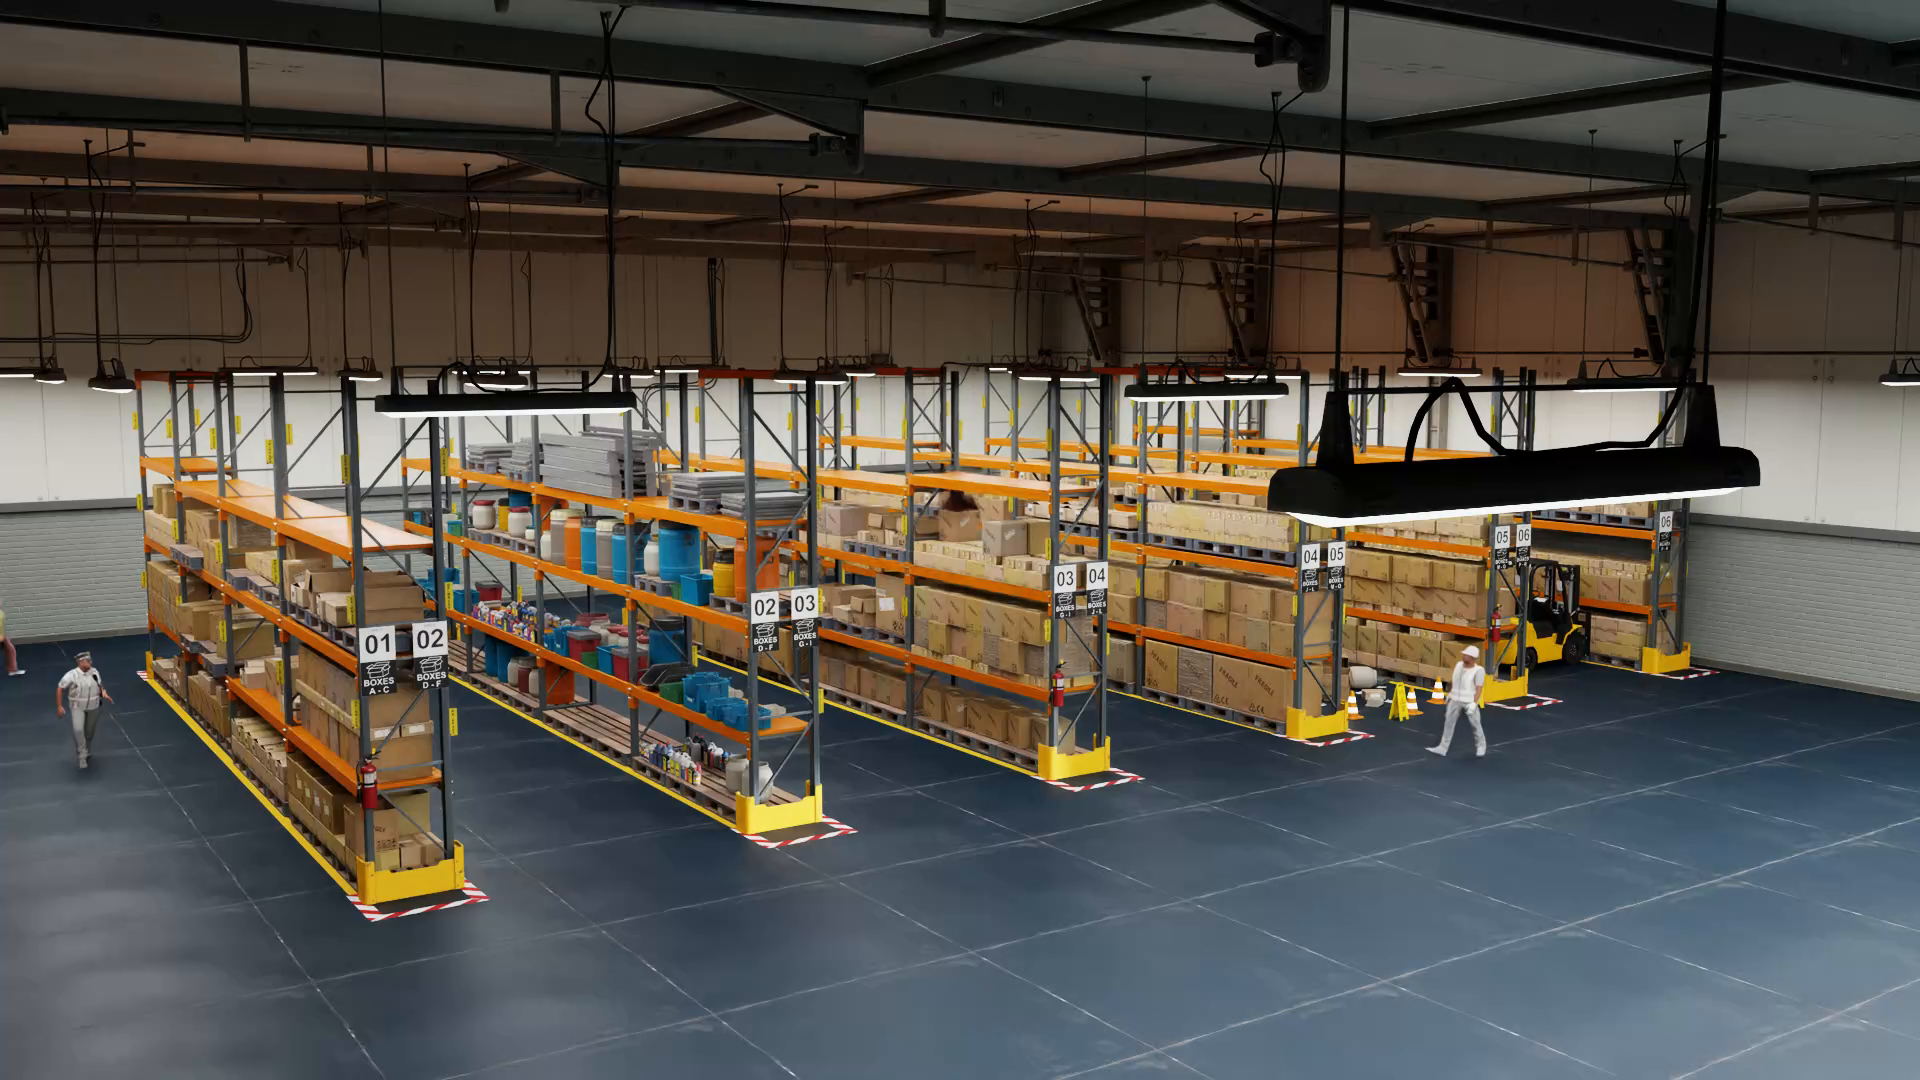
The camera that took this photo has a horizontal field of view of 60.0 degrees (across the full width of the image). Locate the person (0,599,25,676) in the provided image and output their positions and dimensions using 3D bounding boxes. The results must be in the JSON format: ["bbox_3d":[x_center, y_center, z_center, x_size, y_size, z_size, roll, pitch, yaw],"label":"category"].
[{"bbox_3d":[-18.809,1.872,32.395,0.959,1.620,0.488,-2,7,-20],"label":"person"}]

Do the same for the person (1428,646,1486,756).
[{"bbox_3d":[7.828,2.519,26.000,0.679,1.750,0.824,6,9,43],"label":"person"}]

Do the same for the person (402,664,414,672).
[{"bbox_3d":[-9.720,2.235,29.001,0.697,1.702,0.992,-4,8,-34],"label":"person"}]

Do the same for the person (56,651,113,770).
[{"bbox_3d":[-13.530,2.589,25.699,0.746,1.763,0.995,-4,8,-35],"label":"person"}]

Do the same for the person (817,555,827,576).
[{"bbox_3d":[-3.603,0.801,41.936,0.486,1.618,0.380,-5,8,-36],"label":"person"}]
